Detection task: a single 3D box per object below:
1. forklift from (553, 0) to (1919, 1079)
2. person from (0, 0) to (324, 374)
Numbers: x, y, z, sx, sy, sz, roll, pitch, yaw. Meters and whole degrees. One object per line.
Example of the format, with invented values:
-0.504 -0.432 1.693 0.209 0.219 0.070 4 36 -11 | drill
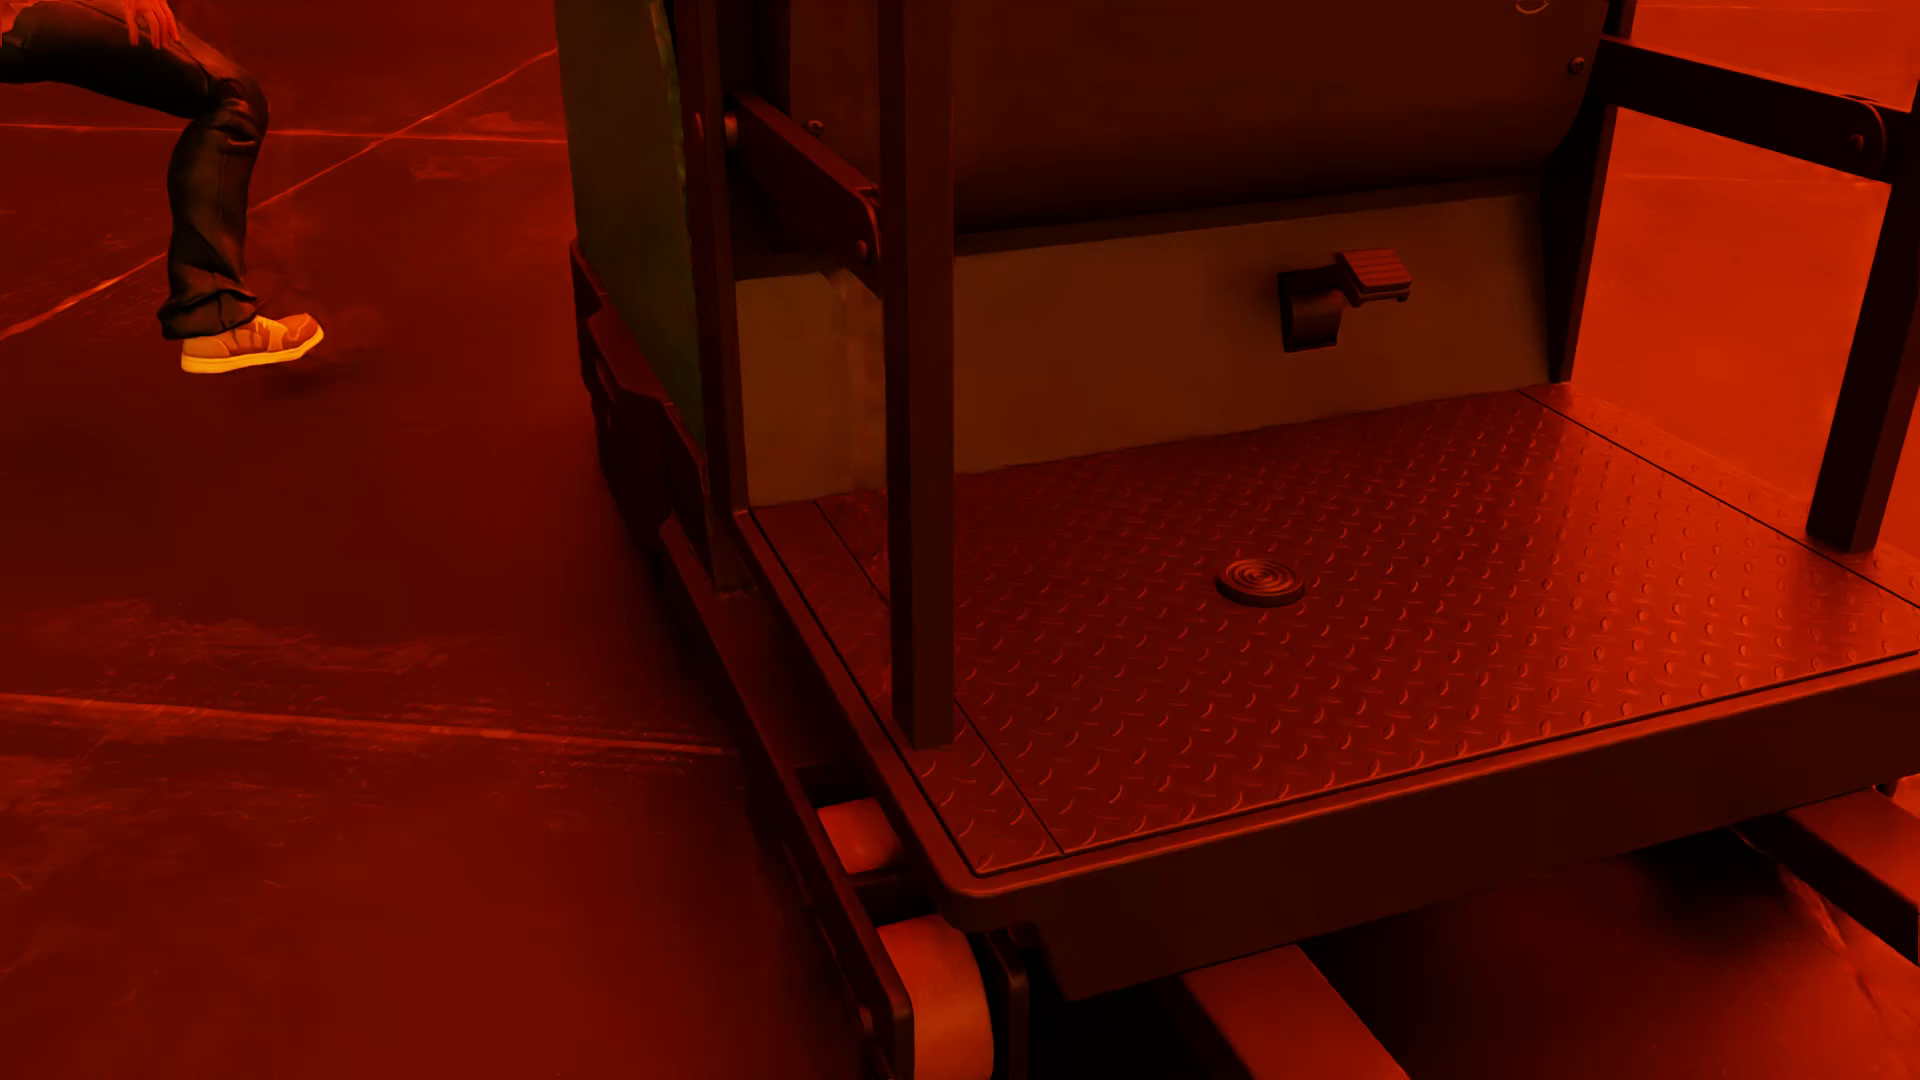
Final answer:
0.336 -1.020 1.260 1.130 2.935 3.031 -10 28 -19 | forklift
-1.675 -0.929 2.761 0.820 1.474 0.648 15 30 28 | person
